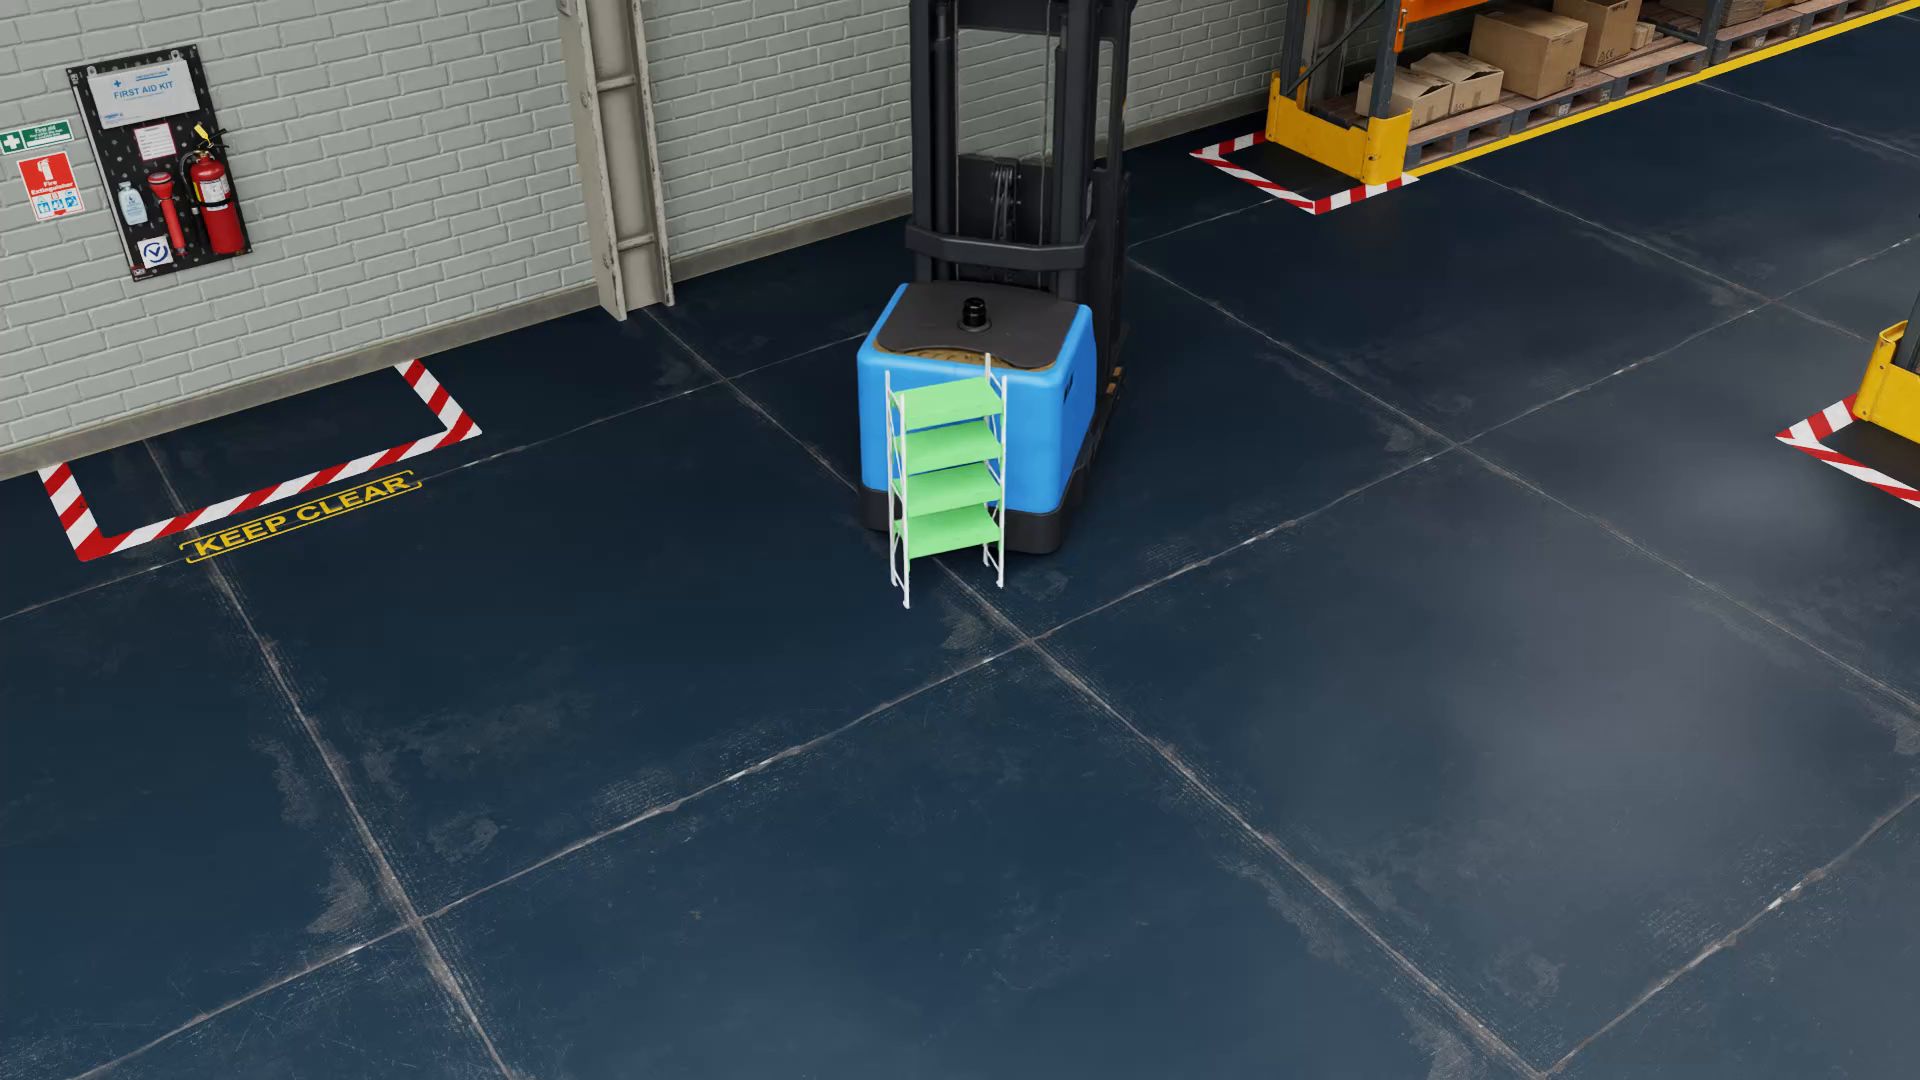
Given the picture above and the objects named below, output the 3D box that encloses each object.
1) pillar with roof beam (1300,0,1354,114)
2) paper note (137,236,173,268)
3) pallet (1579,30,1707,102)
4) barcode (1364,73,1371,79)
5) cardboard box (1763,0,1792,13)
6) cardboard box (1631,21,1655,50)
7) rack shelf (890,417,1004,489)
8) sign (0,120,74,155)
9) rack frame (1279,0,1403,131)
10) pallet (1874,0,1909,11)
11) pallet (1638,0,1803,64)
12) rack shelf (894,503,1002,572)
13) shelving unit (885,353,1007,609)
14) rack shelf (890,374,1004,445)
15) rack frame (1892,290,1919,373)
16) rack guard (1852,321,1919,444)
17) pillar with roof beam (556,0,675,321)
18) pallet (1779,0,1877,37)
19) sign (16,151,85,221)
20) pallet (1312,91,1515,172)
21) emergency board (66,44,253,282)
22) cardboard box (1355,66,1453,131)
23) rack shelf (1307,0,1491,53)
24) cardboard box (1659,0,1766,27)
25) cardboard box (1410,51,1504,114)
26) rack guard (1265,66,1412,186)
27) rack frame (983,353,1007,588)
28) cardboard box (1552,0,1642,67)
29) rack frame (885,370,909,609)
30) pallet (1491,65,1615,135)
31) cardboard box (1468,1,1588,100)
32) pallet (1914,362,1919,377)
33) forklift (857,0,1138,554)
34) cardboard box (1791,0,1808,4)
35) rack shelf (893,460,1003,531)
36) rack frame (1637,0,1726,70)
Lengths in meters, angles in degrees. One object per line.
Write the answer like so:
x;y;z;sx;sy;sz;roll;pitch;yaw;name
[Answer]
5.310;-5.136;7.997;0.400;9.000;9.100;-22;41;-28;pillar with roof beam
-4.301;-1.540;8.890;0.142;0.148;0.016;-22;41;-28;paper note
5.497;-4.077;14.052;1.213;0.211;1.003;-22;41;-28;pallet
3.158;-3.584;12.896;0.075;0.075;0.001;-22;41;-28;barcode
7.011;-5.069;14.807;0.500;0.500;0.700;-23;42;-29;cardboard box
5.606;-4.286;14.004;0.250;0.166;0.380;-28;44;-33;cardboard box
-0.065;-0.410;7.804;0.480;0.148;0.258;-12;37;-16;rack shelf
-4.619;-2.014;8.310;0.331;0.109;0.001;-22;41;-28;sign
2.756;-4.107;11.704;0.127;3.000;1.000;-22;41;-28;rack frame
8.656;-5.403;15.896;1.213;0.211;1.003;-22;41;-28;pallet
6.661;-4.583;14.754;1.213;0.211;1.003;-22;41;-28;pallet
-0.065;-0.020;8.085;0.480;0.148;0.258;-12;37;-16;rack shelf
-0.065;-0.267;7.907;0.503;1.200;0.258;-12;37;-16;shelving unit
-0.065;-0.605;7.664;0.480;0.148;0.258;-12;37;-16;rack shelf
5.613;-1.744;8.419;0.127;3.000;1.000;-22;41;-28;rack frame
5.593;-0.721;9.138;0.348;0.500;1.175;-22;41;-28;rack guard
0.406;-3.118;5.191;0.400;9.000;9.100;-22;41;-28;pillar with roof beam
7.659;-4.995;15.328;1.213;0.211;1.003;-22;41;-28;pallet
-4.628;-1.802;8.469;0.234;0.329;0.001;-22;41;-28;sign
3.503;-3.257;12.911;1.213;0.211;1.003;-22;41;-28;pallet
-4.116;-1.924;8.669;0.643;1.169;0.194;-22;41;-28;emergency board
3.373;-3.384;12.625;0.500;0.311;0.500;-28;44;-33;cardboard box
4.391;-4.487;12.850;4.000;0.370;1.077;-22;41;-28;rack shelf
6.618;-4.871;14.532;0.500;0.500;0.700;-21;41;-26;cardboard box
3.839;-3.575;12.892;0.500;0.311;0.500;-19;40;-24;cardboard box
2.818;-3.118;12.470;0.348;0.500;1.175;-22;41;-28;rack guard
0.165;-0.315;7.973;0.015;1.200;0.240;-12;37;-16;rack frame
5.200;-4.248;13.665;0.500;0.500;0.500;-26;43;-31;cardboard box
-0.295;-0.219;7.841;0.015;1.200;0.240;-12;37;-16;rack frame
4.499;-3.665;13.478;1.213;0.211;1.003;-22;41;-28;pallet
4.468;-3.875;13.146;0.500;0.500;0.700;-25;43;-31;cardboard box
6.214;-0.889;9.619;1.213;0.211;1.003;-22;41;-28;pallet
0.351;-1.980;8.805;1.130;2.935;3.031;9;37;12;forklift
7.452;-5.222;15.019;0.500;0.500;0.700;-22;41;-27;cardboard box
-0.065;-0.215;7.944;0.480;0.148;0.258;-12;37;-16;rack shelf
6.026;-5.452;13.575;0.127;3.000;1.000;-22;41;-28;rack frame
